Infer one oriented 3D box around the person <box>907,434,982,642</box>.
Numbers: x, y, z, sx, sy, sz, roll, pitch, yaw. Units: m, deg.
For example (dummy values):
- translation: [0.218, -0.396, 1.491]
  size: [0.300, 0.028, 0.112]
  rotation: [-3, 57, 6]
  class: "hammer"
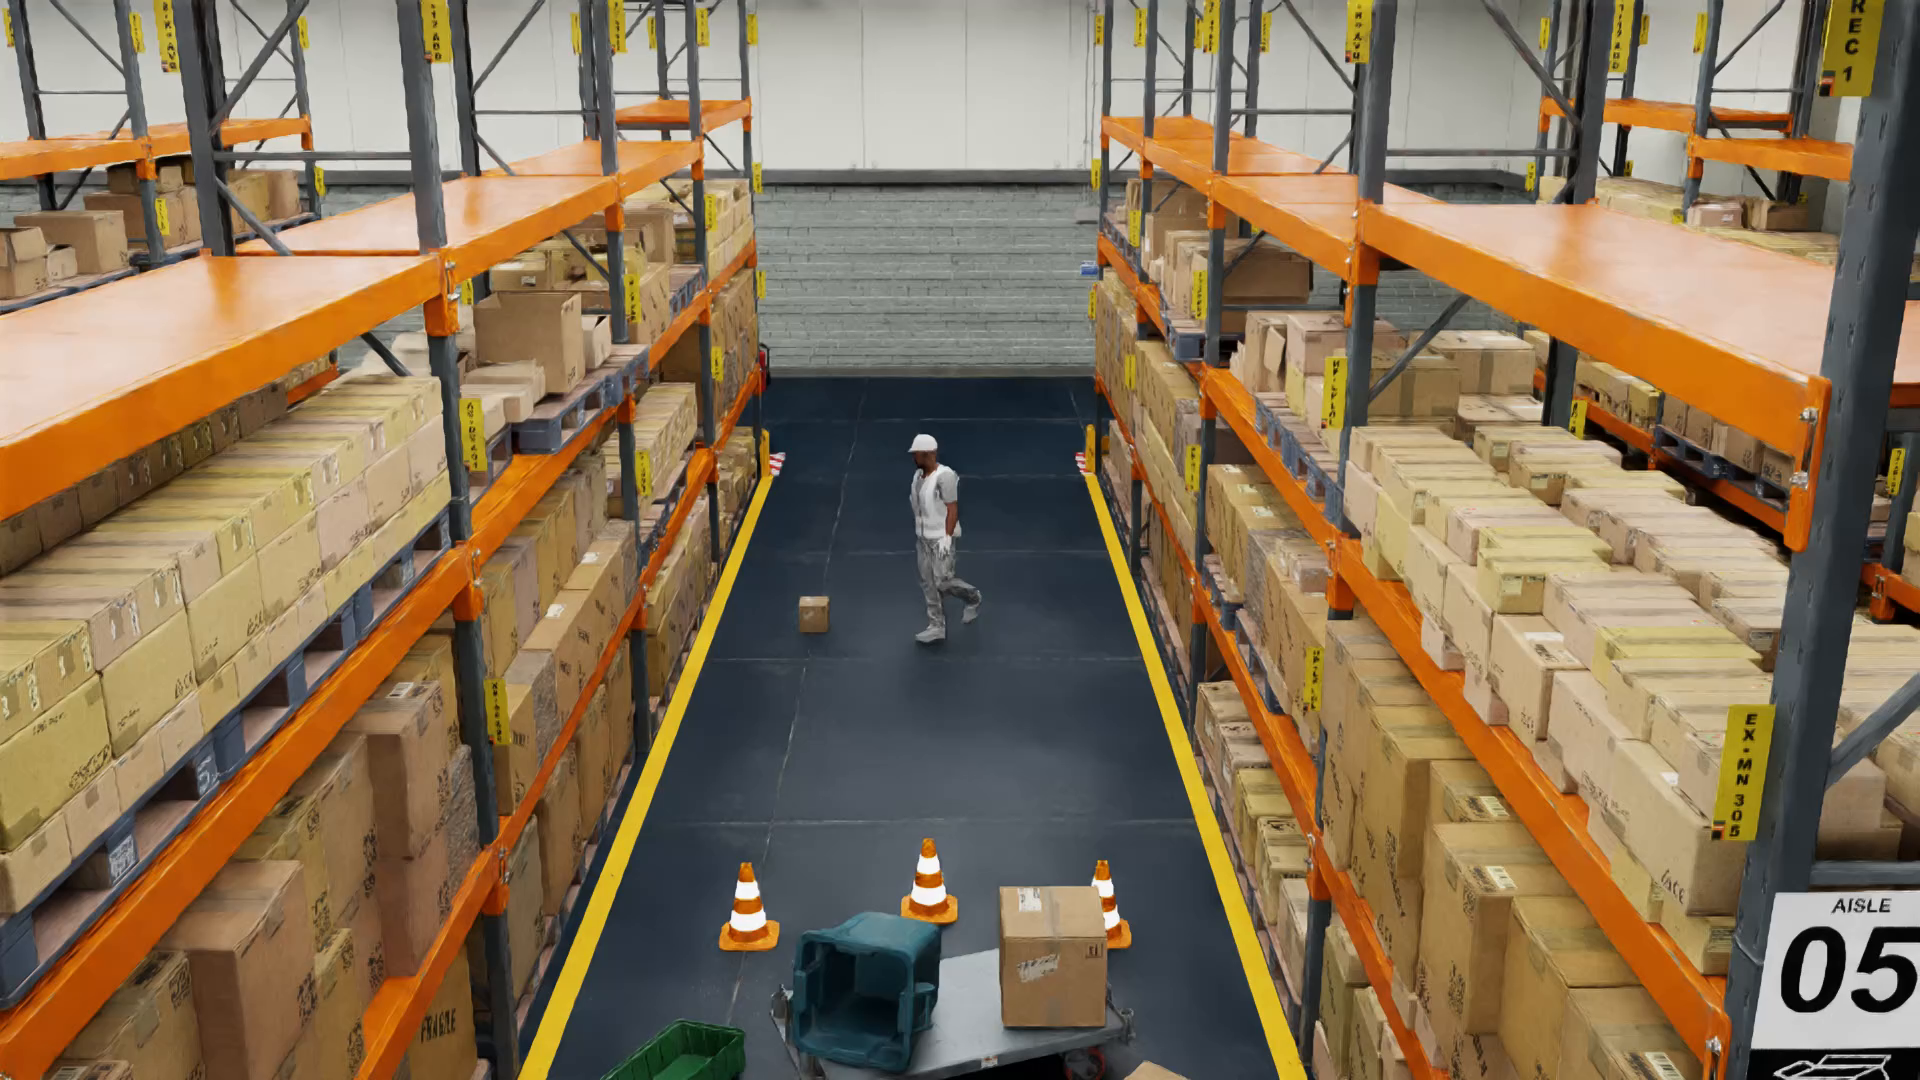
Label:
- translation: [-0.172, -0.034, 14.263]
  size: [0.694, 1.759, 0.597]
  rotation: [-12, 21, -35]
  class: "person"
